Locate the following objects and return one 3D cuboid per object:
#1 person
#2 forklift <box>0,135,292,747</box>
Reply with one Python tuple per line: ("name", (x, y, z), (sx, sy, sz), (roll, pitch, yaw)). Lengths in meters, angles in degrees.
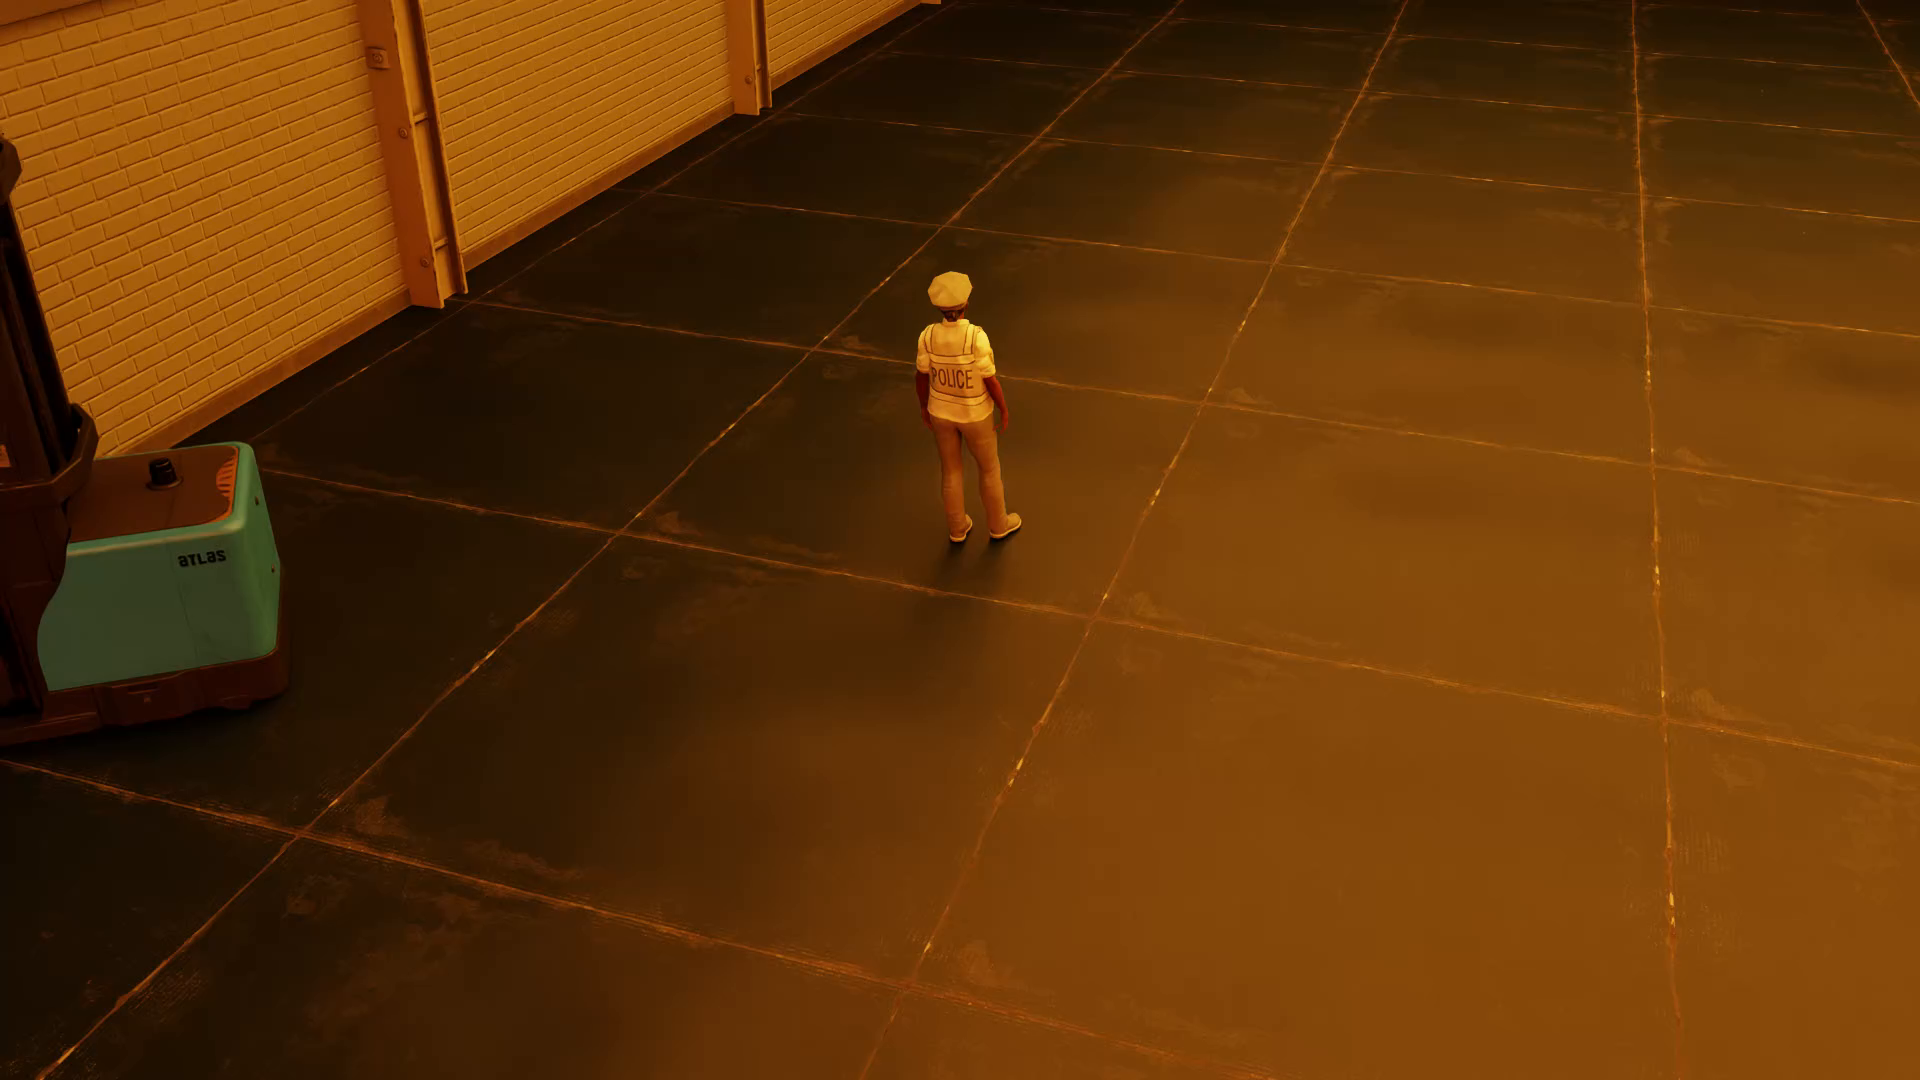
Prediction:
("person", (0.043, -0.775, 9.729), (0.569, 1.695, 0.528), (10, 31, 16))
("forklift", (-5.062, -0.429, 7.889), (3.031, 2.935, 1.130), (-9, 31, -16))
